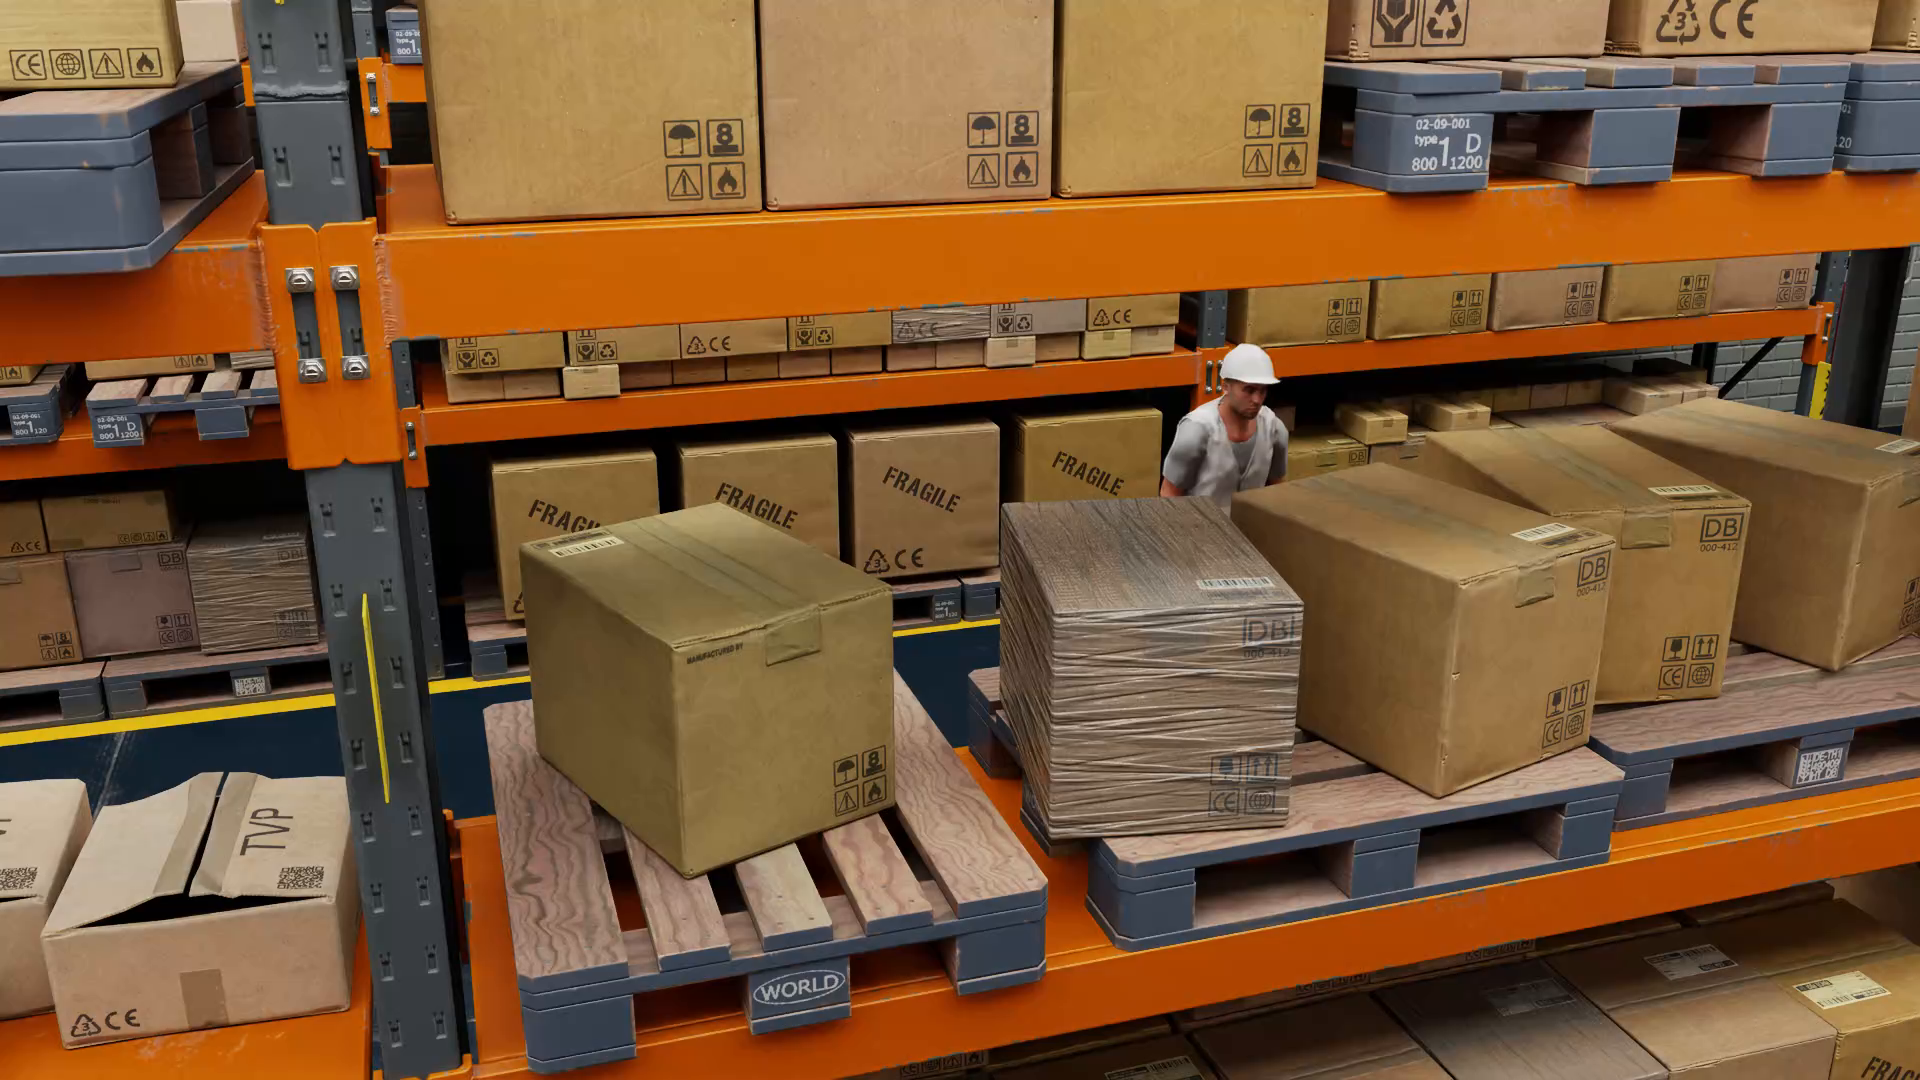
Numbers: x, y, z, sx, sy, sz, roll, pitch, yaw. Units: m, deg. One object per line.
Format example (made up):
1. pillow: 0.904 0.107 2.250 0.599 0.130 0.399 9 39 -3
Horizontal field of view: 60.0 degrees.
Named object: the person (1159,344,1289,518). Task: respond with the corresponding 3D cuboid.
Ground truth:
1. person: 1.096 0.057 6.878 0.621 1.779 0.453 -7 20 -19
